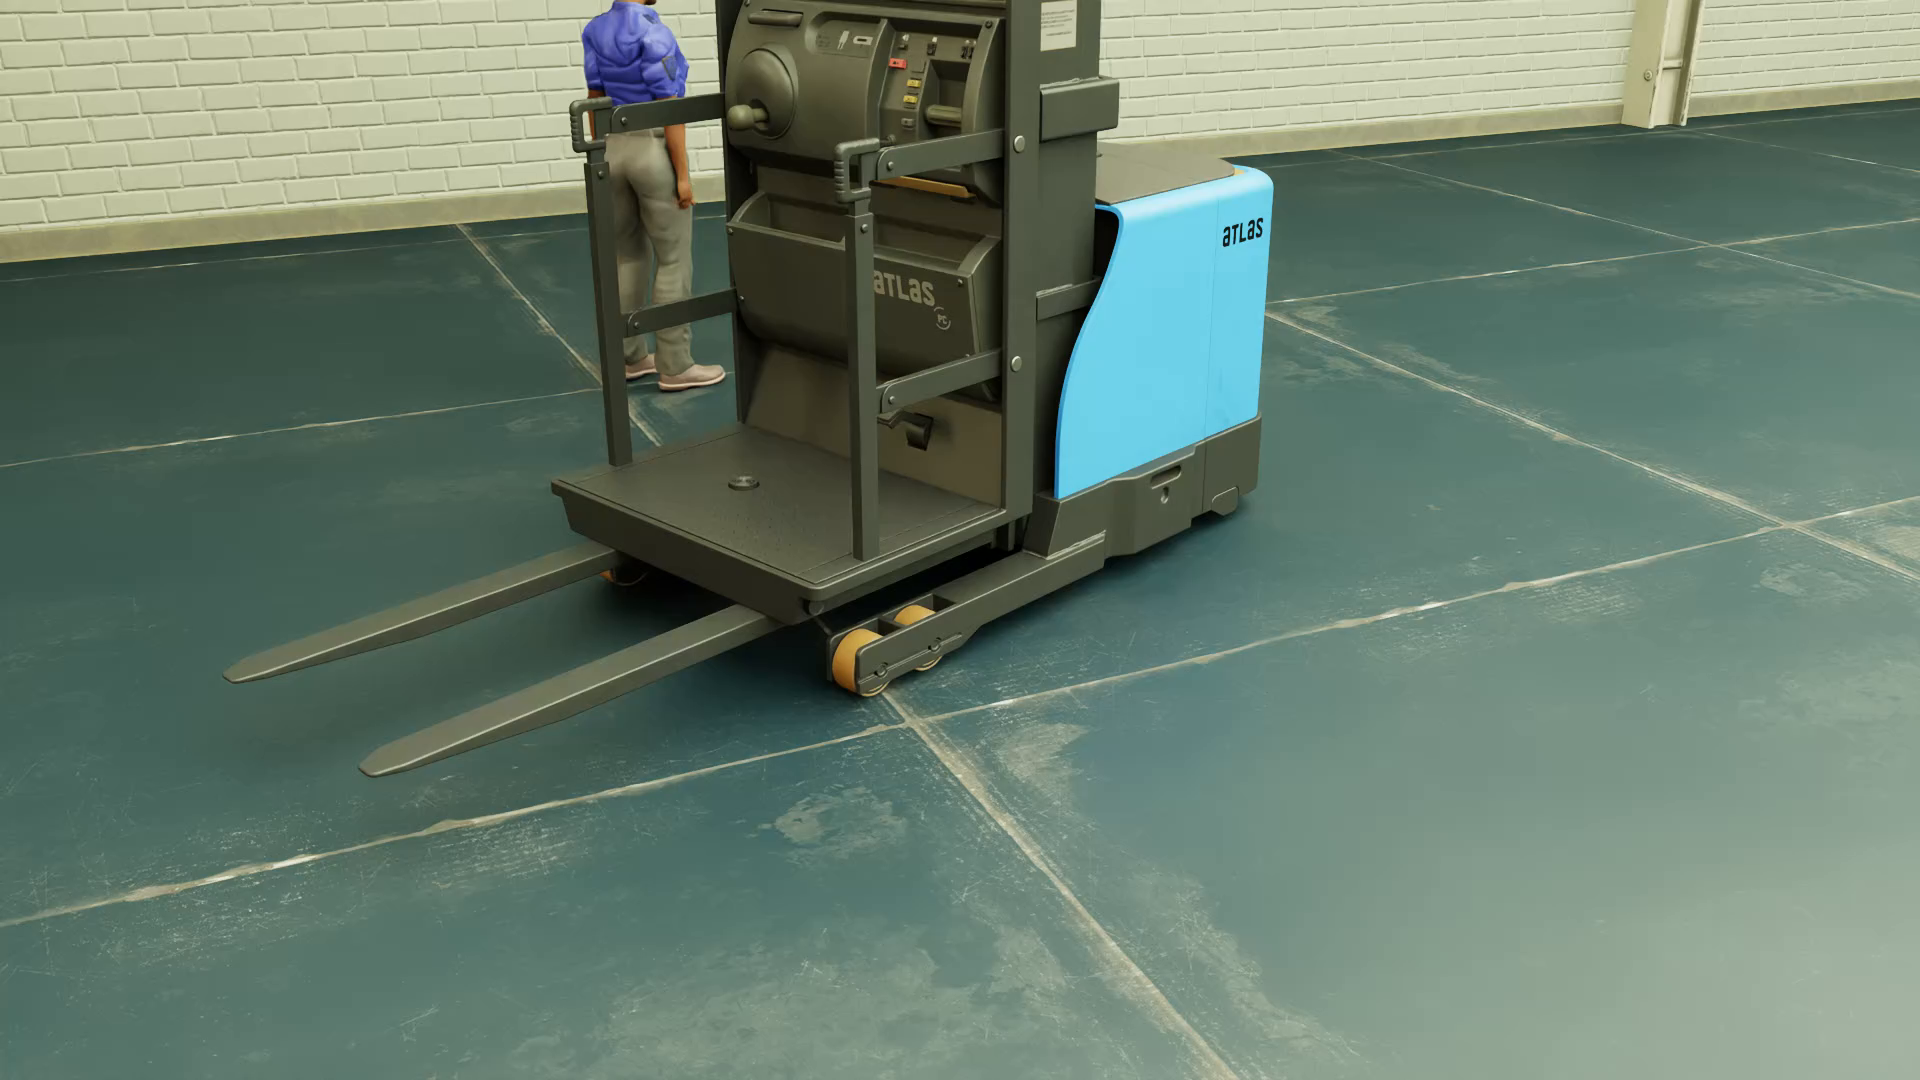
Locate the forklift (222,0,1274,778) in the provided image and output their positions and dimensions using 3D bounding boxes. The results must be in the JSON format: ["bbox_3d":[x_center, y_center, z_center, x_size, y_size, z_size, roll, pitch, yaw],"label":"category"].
[{"bbox_3d":[-0.413,-1.182,4.131,1.130,2.935,3.031,19,29,39],"label":"forklift"}]

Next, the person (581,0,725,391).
[{"bbox_3d":[-1.193,-1.411,6.345,0.465,1.661,0.315,15,27,32],"label":"person"}]
